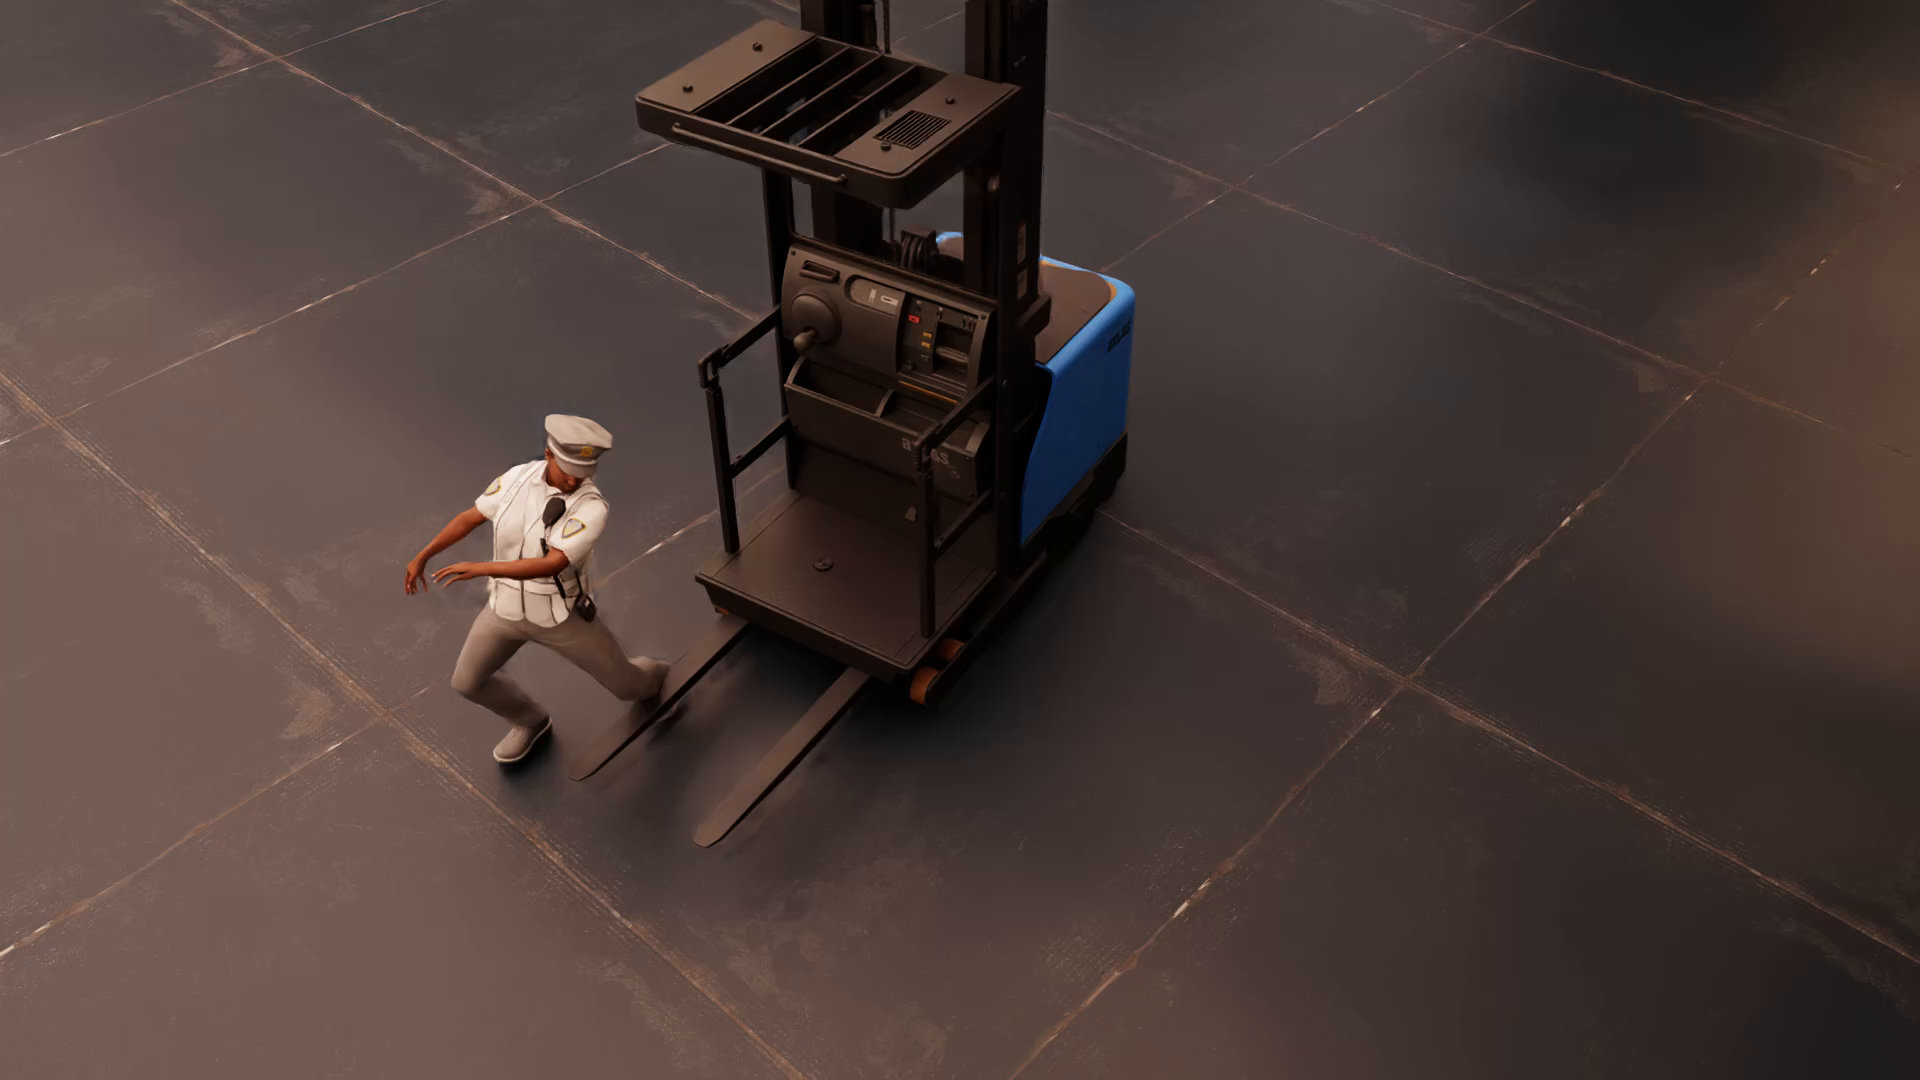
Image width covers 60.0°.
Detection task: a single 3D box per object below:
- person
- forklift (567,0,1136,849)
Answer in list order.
[{"bbox_3d":[-1.634,0.237,6.219,0.871,1.492,0.813,8,41,10],"label":"person"},{"bbox_3d":[-0.410,-0.777,6.333,1.130,2.935,3.031,22,45,24],"label":"forklift"}]
